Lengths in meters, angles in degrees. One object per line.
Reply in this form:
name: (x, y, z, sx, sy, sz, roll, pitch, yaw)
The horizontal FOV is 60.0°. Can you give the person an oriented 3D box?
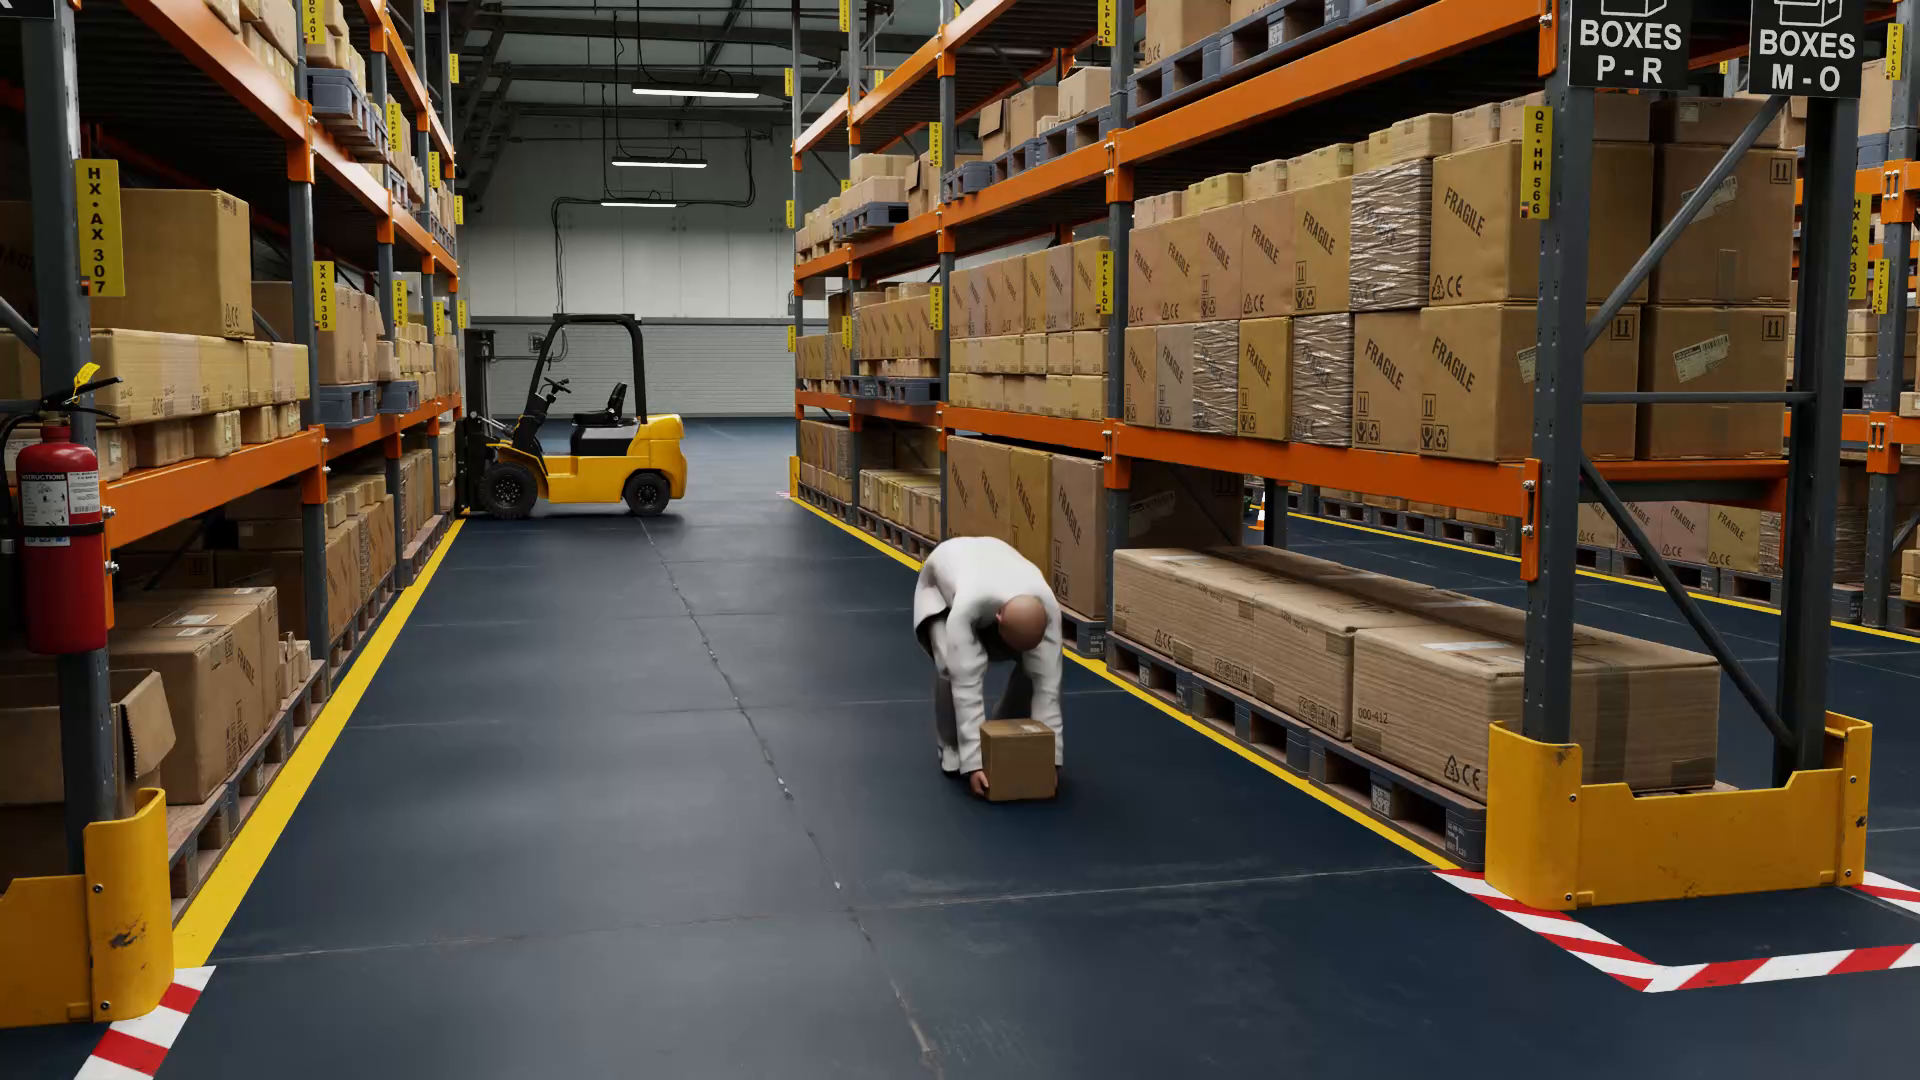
person: (0.094, 0.020, 6.686, 0.596, 1.776, 0.424, -2, 6, -15)
